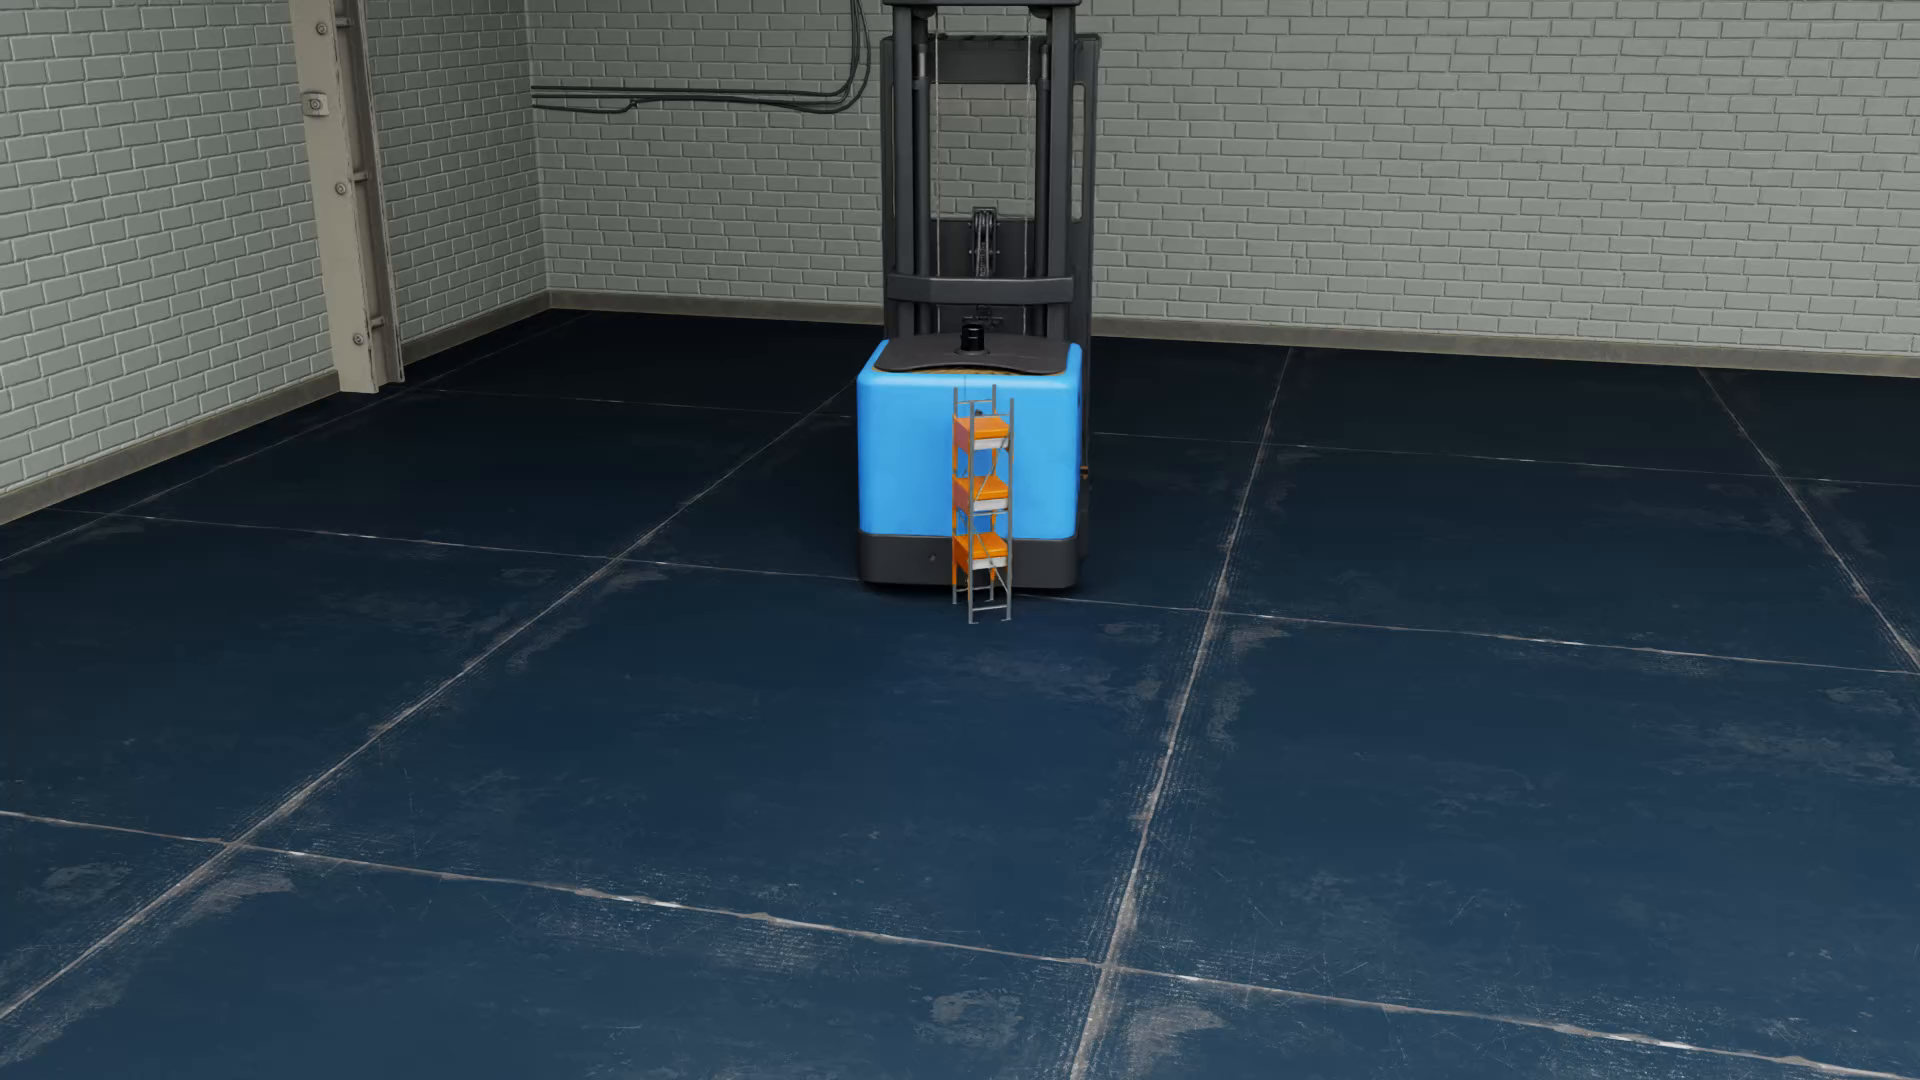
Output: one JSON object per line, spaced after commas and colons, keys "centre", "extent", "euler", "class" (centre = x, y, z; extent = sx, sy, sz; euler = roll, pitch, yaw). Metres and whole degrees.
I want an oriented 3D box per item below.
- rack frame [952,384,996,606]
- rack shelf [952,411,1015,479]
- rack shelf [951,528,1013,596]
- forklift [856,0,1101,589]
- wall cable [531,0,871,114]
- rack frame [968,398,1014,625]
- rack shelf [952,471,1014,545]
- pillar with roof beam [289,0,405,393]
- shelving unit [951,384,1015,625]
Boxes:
{"centre": [0.064, -0.197, 7.624], "extent": [0.200, 1.050, 0.008], "euler": [-6, 21, -16], "class": "rack frame"}
{"centre": [0.102, -0.414, 7.422], "extent": [0.215, 0.259, 0.240], "euler": [-6, 21, -16], "class": "rack shelf"}
{"centre": [0.099, 0.114, 7.613], "extent": [0.215, 0.259, 0.240], "euler": [-6, 21, -16], "class": "rack shelf"}
{"centre": [0.168, -1.590, 8.809], "extent": [1.130, 2.935, 3.031], "euler": [2, 19, 5], "class": "forklift"}
{"centre": [-2.221, -4.715, 13.373], "extent": [3.097, 2.526, 0.112], "euler": [5, 19, 13], "class": "wall cable"}
{"centre": [0.137, -0.117, 7.405], "extent": [0.200, 1.050, 0.008], "euler": [-6, 21, -16], "class": "rack frame"}
{"centre": [0.100, -0.147, 7.518], "extent": [0.215, 0.259, 0.240], "euler": [-6, 21, -16], "class": "rack shelf"}
{"centre": [-0.048, -5.025, 9.478], "extent": [9.100, 9.000, 0.400], "euler": [5, 19, 13], "class": "pillar with roof beam"}
{"centre": [0.100, -0.157, 7.515], "extent": [0.215, 1.050, 0.252], "euler": [-6, 21, -16], "class": "shelving unit"}
